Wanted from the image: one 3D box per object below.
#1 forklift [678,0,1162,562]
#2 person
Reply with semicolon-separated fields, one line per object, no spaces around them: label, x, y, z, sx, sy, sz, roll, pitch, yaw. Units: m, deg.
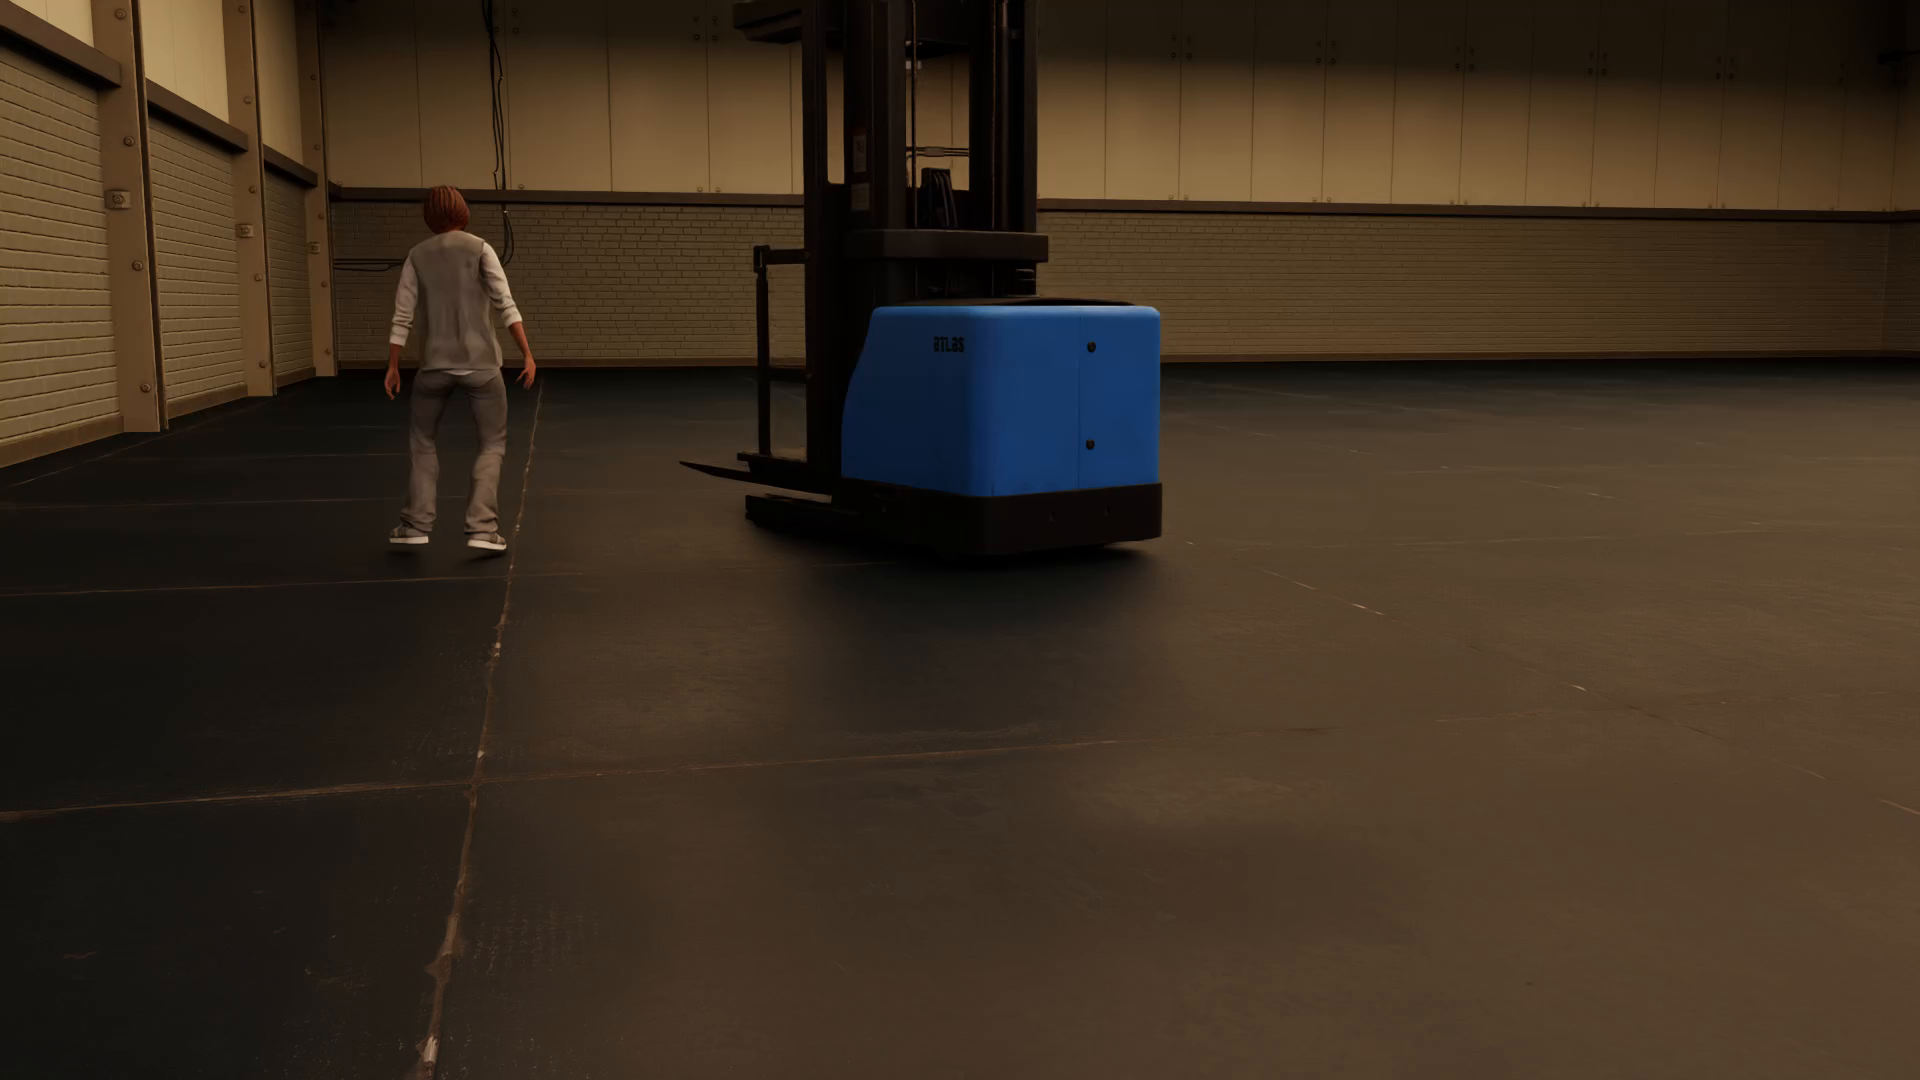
forklift;-0.393;-1.522;8.010;1.130;2.935;3.031;-6;10;-36
person;-2.165;-0.727;7.125;0.729;1.557;0.397;0;8;4
